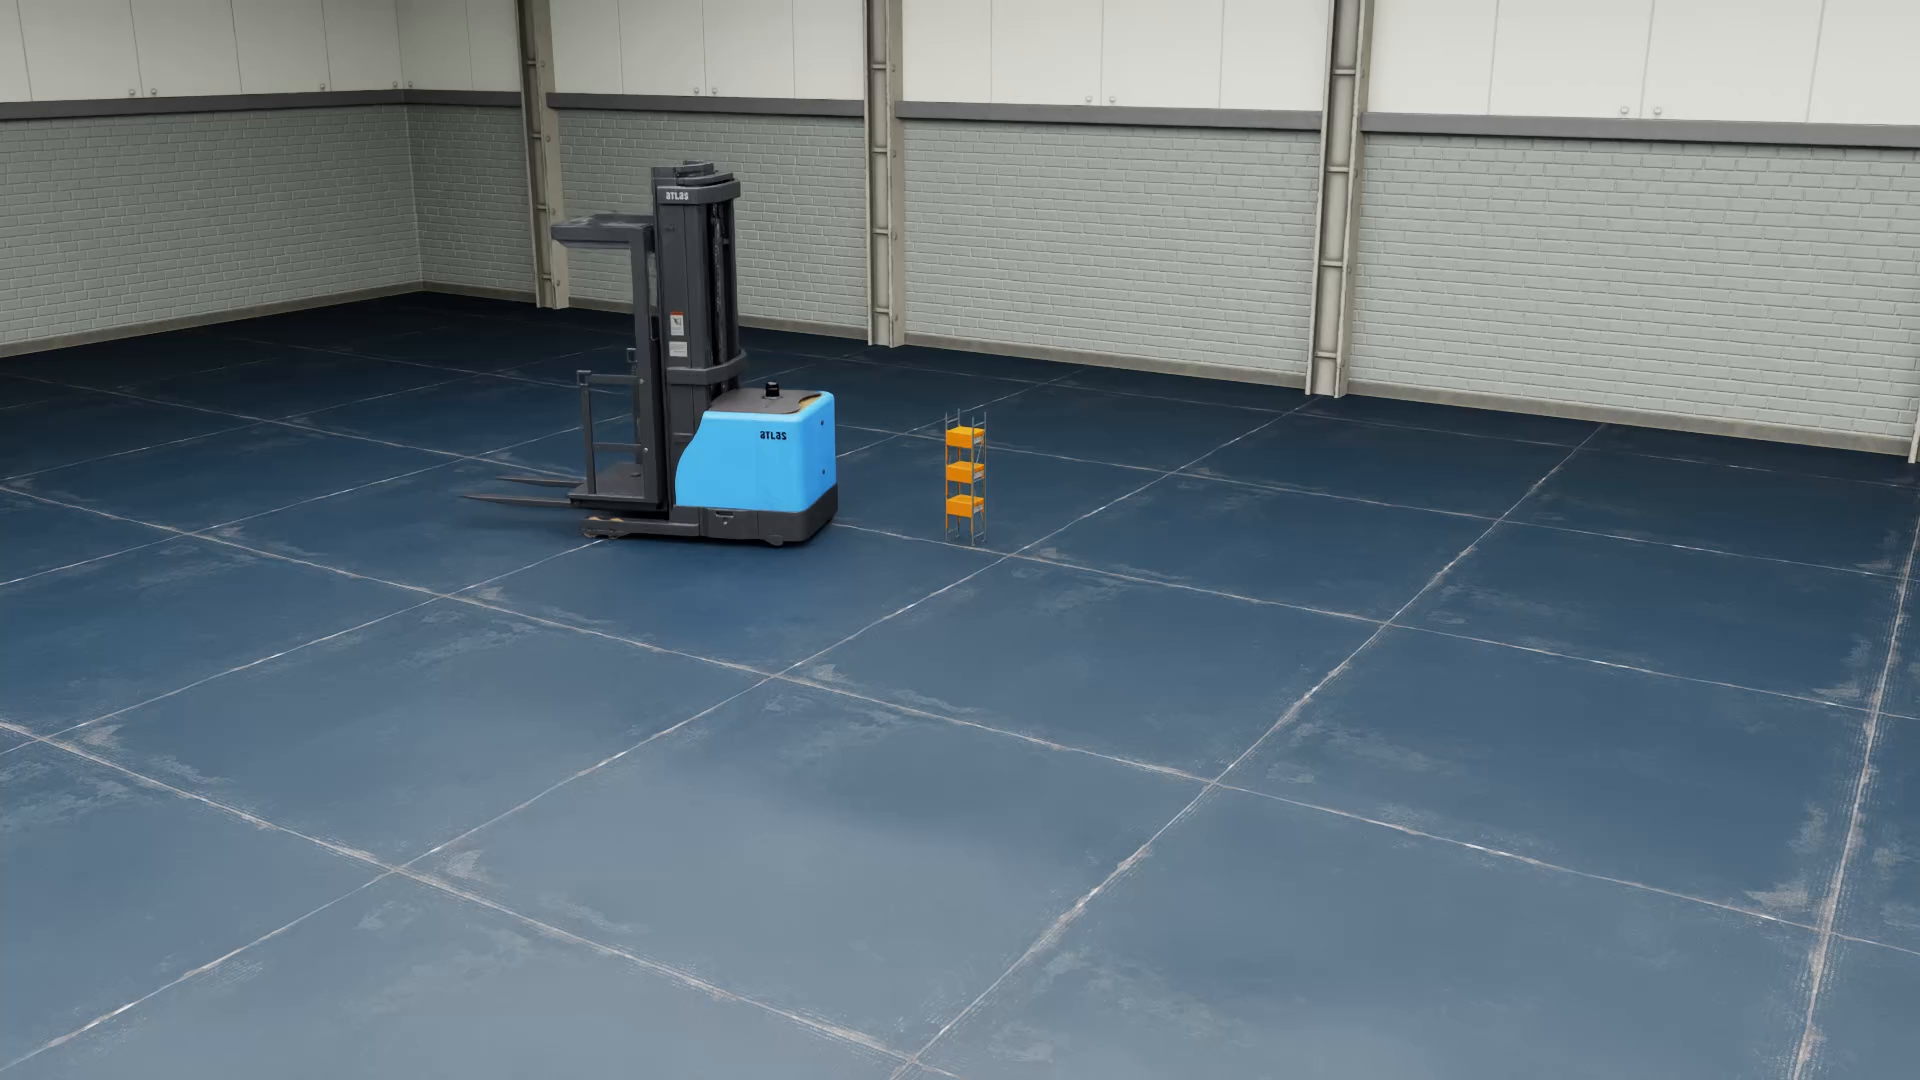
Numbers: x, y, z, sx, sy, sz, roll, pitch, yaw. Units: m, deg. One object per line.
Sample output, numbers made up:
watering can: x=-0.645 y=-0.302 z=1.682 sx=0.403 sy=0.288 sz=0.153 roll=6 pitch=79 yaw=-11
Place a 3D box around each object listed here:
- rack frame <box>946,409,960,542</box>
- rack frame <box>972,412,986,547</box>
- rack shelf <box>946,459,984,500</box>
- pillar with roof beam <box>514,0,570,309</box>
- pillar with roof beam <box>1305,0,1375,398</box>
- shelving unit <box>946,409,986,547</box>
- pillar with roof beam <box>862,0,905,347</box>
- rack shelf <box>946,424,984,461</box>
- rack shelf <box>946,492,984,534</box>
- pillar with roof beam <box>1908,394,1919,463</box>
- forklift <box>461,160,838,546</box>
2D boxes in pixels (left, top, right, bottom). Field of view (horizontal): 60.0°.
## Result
rack frame: x=-0.058 y=-0.513 z=13.263 sx=0.008 sy=1.050 sz=0.200 roll=10 pitch=20 yaw=30
rack frame: x=0.150 y=-0.476 z=13.141 sx=0.008 sy=1.050 sz=0.200 roll=10 pitch=20 yaw=30
rack shelf: x=0.046 y=-0.484 z=13.205 sx=0.240 sy=0.259 sz=0.215 roll=10 pitch=20 yaw=30
pillar with roof beam: x=-8.327 y=-6.724 z=20.033 sx=0.400 sy=9.000 sz=9.100 roll=10 pitch=20 yaw=30
pillar with roof beam: x=1.898 y=-4.898 z=14.024 sx=0.400 sy=9.000 sz=9.100 roll=10 pitch=20 yaw=30
shelving unit: x=0.046 y=-0.494 z=13.202 sx=0.252 sy=1.050 sz=0.215 roll=10 pitch=20 yaw=30
pillar with roof beam: x=-3.215 y=-5.811 z=17.028 sx=0.400 sy=9.000 sz=9.100 roll=10 pitch=20 yaw=30
rack shelf: x=0.046 y=-0.756 z=13.122 sx=0.240 sy=0.259 sz=0.215 roll=10 pitch=20 yaw=30
rack shelf: x=0.046 y=-0.218 z=13.286 sx=0.240 sy=0.259 sz=0.215 roll=10 pitch=20 yaw=30
pillar with roof beam: x=7.011 y=-3.986 z=11.019 sx=0.400 sy=9.000 sz=9.100 roll=10 pitch=20 yaw=30
forklift: x=-2.594 y=-1.556 z=13.459 sx=3.031 sy=2.935 sz=1.130 roll=4 pitch=17 yaw=11
